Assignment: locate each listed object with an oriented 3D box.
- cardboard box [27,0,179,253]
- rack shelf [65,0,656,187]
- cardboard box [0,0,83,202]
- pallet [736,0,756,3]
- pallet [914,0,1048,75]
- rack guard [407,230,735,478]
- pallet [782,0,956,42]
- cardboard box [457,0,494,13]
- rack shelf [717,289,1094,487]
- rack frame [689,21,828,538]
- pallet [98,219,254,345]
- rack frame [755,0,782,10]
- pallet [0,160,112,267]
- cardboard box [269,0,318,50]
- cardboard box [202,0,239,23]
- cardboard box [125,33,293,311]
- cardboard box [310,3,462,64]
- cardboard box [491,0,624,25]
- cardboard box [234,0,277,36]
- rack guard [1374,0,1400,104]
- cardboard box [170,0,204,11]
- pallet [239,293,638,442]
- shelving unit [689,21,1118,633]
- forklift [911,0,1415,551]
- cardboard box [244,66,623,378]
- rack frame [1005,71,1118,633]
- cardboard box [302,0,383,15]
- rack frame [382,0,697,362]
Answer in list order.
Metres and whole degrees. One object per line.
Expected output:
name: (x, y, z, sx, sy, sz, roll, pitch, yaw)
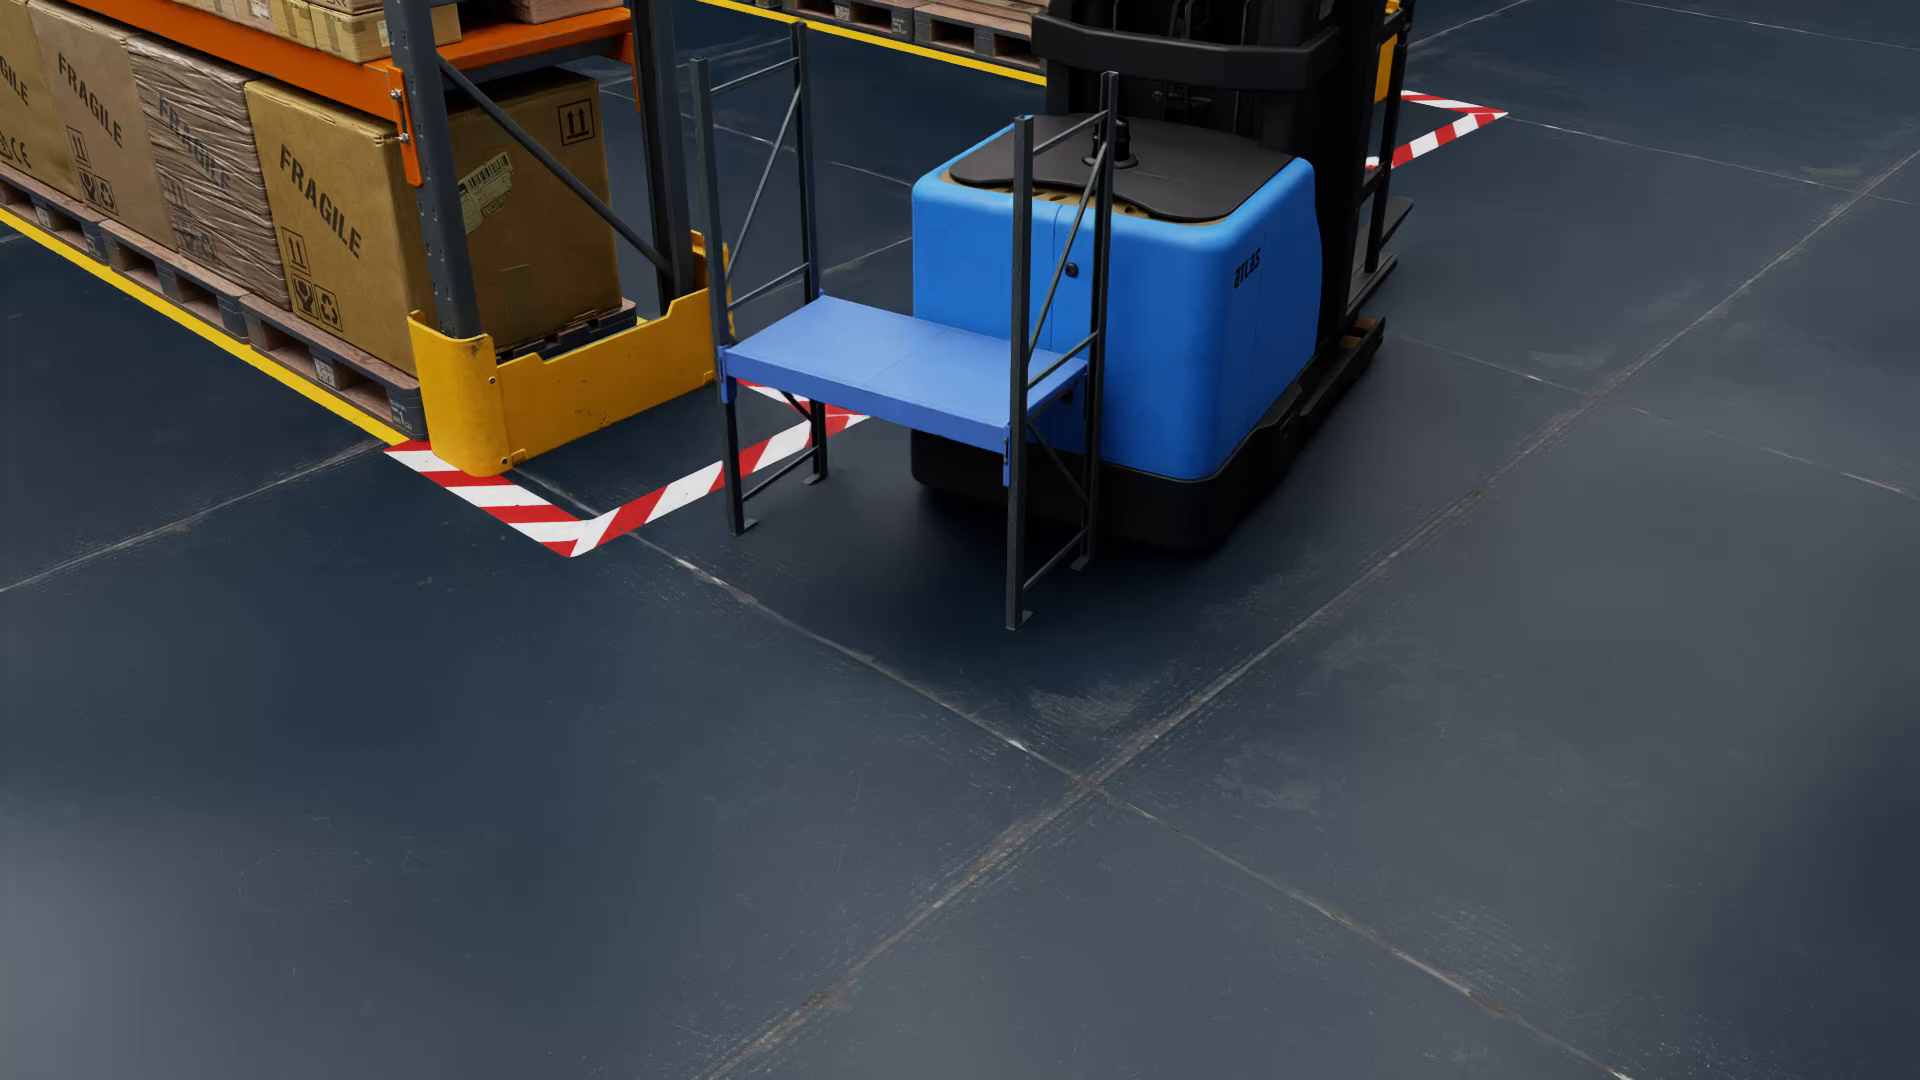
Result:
cardboard box: (-3.220, -1.856, 7.077, 0.875, 0.875, 0.875, 25, 39, 35)
rack shelf: (-2.840, -2.156, 6.621, 4.000, 0.370, 1.077, 25, 39, 35)
cardboard box: (-3.887, -2.167, 7.594, 0.875, 0.875, 0.875, 25, 39, 35)
pallet: (-1.543, -4.139, 11.920, 1.213, 0.211, 1.003, 25, 39, 35)
pallet: (0.481, -3.194, 10.351, 1.213, 0.211, 1.003, 25, 39, 35)
rack guard: (-1.339, -0.693, 5.916, 0.348, 0.500, 1.175, 25, 39, 35)
pallet: (-0.428, -3.616, 11.052, 1.213, 0.211, 1.003, 25, 39, 35)
cardboard box: (-1.590, -2.002, 5.910, 0.250, 0.149, 0.380, 24, 39, 34)
rack shelf: (-0.157, -0.472, 4.928, 1.000, 0.185, 0.538, 18, 35, 27)
rack frame: (-0.590, -0.763, 5.064, 0.032, 1.500, 0.500, 18, 35, 27)
pallet: (-2.903, -1.246, 7.116, 1.213, 0.211, 1.003, 25, 39, 35)
rack frame: (-0.999, -5.050, 10.731, 0.127, 3.000, 1.000, 25, 39, 35)
pallet: (-3.812, -1.669, 7.817, 1.213, 0.211, 1.003, 25, 39, 35)
cardboard box: (-2.036, -1.751, 5.494, 0.250, 0.149, 0.380, 25, 39, 36)
cardboard box: (-2.407, -1.925, 5.784, 0.250, 0.149, 0.380, 26, 40, 36)
cardboard box: (-2.560, -1.547, 6.565, 0.875, 0.875, 0.875, 25, 39, 35)
cardboard box: (-1.842, -1.662, 5.346, 0.250, 0.149, 0.380, 26, 40, 36)
cardboard box: (-1.399, -1.913, 5.764, 0.250, 0.149, 0.380, 26, 39, 36)
cardboard box: (-2.222, -1.839, 5.640, 0.250, 0.149, 0.380, 25, 39, 35)
rack guard: (1.993, -2.592, 9.070, 0.348, 0.500, 1.175, 25, 39, 35)
cardboard box: (-2.600, -2.015, 5.932, 0.250, 0.149, 0.380, 24, 39, 34)
pallet: (-2.002, -0.824, 6.414, 1.213, 0.211, 1.003, 25, 39, 35)
shelving unit: (-0.157, -0.626, 4.835, 1.048, 1.500, 0.538, 18, 35, 27)
forklift: (0.979, -1.956, 5.658, 1.130, 2.935, 3.031, 15, 34, 24)
cardboard box: (-1.885, -1.233, 6.042, 0.875, 0.875, 0.875, 25, 39, 35)
rack frame: (0.276, -0.489, 4.607, 0.032, 1.500, 0.500, 18, 35, 27)
cardboard box: (-1.895, -1.901, 5.357, 0.500, 0.250, 0.500, 24, 39, 34)
rack frame: (-1.357, -1.772, 5.285, 0.127, 3.000, 1.000, 25, 39, 35)
